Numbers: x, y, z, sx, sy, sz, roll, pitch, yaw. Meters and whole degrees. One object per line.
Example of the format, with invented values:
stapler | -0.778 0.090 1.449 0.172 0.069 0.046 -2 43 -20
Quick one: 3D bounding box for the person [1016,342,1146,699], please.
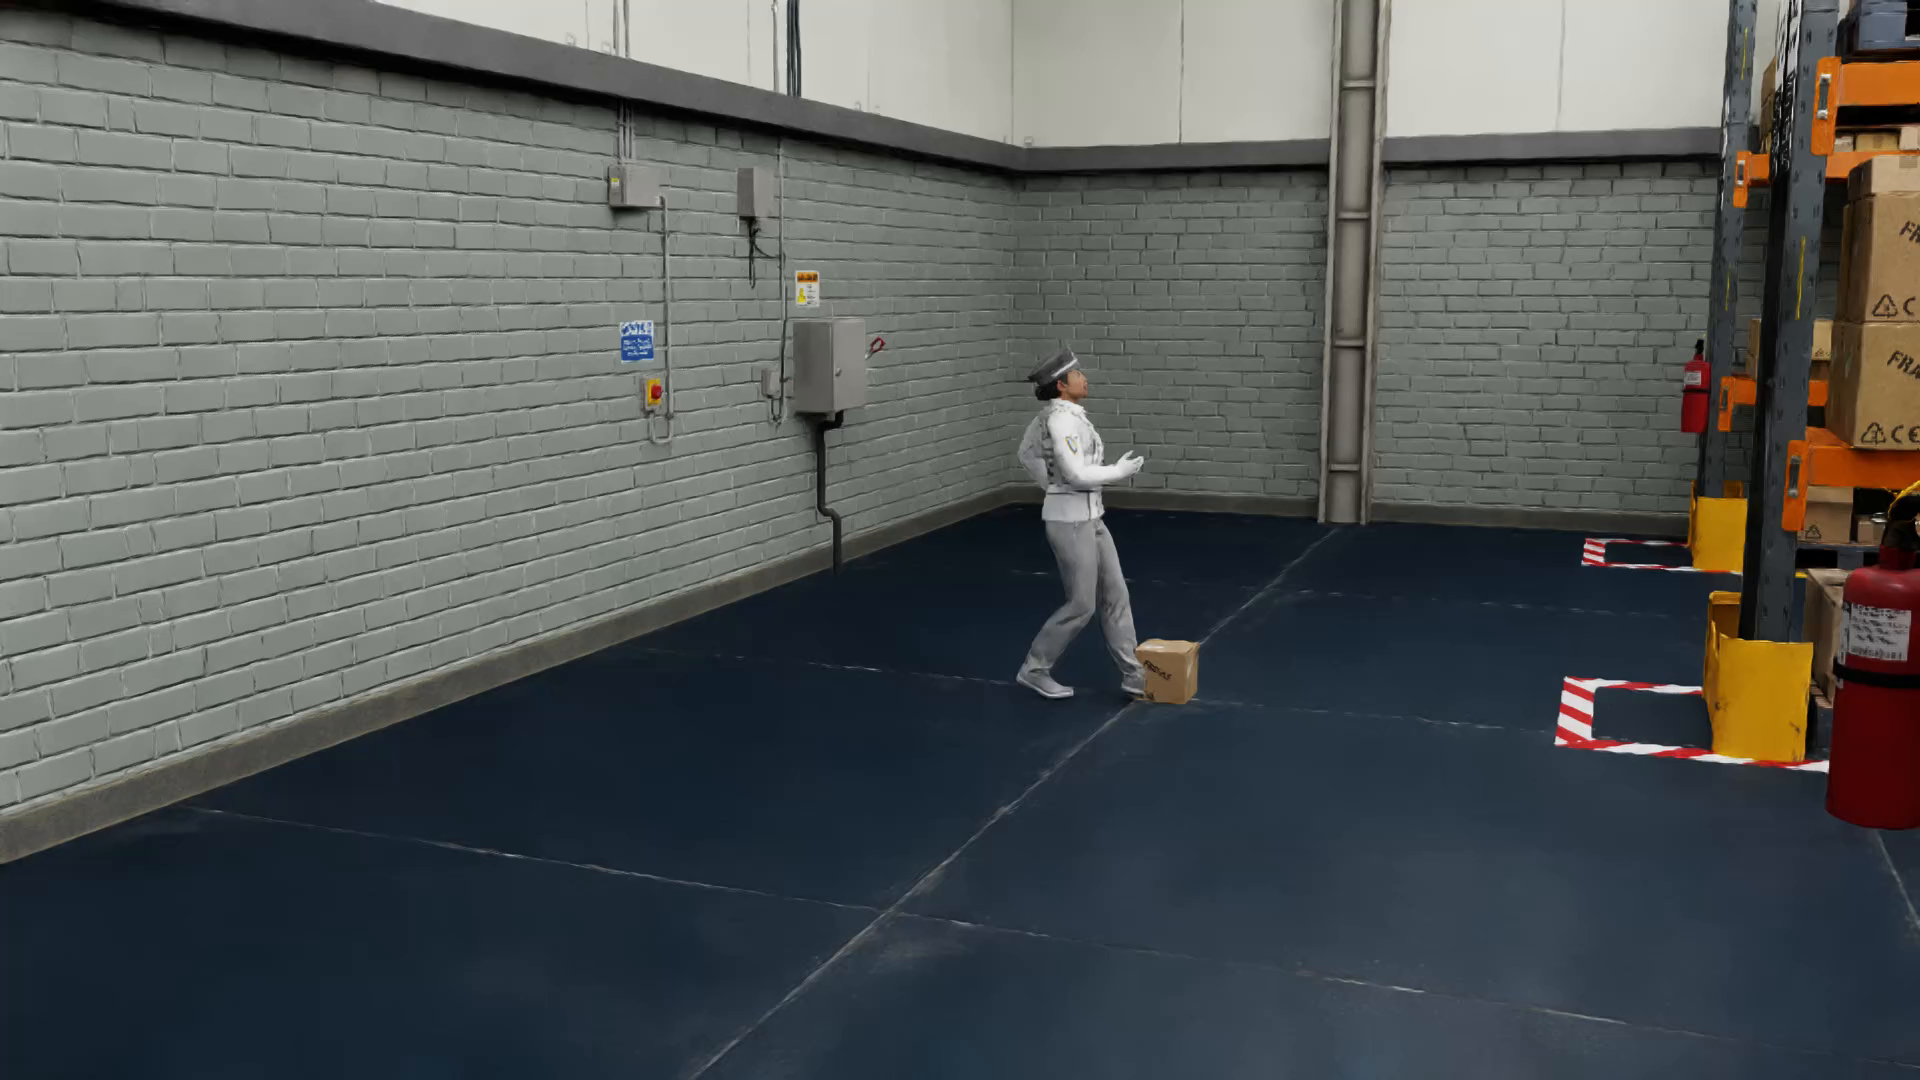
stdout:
person | 0.636 -0.072 7.746 0.797 1.686 0.574 2 9 10
